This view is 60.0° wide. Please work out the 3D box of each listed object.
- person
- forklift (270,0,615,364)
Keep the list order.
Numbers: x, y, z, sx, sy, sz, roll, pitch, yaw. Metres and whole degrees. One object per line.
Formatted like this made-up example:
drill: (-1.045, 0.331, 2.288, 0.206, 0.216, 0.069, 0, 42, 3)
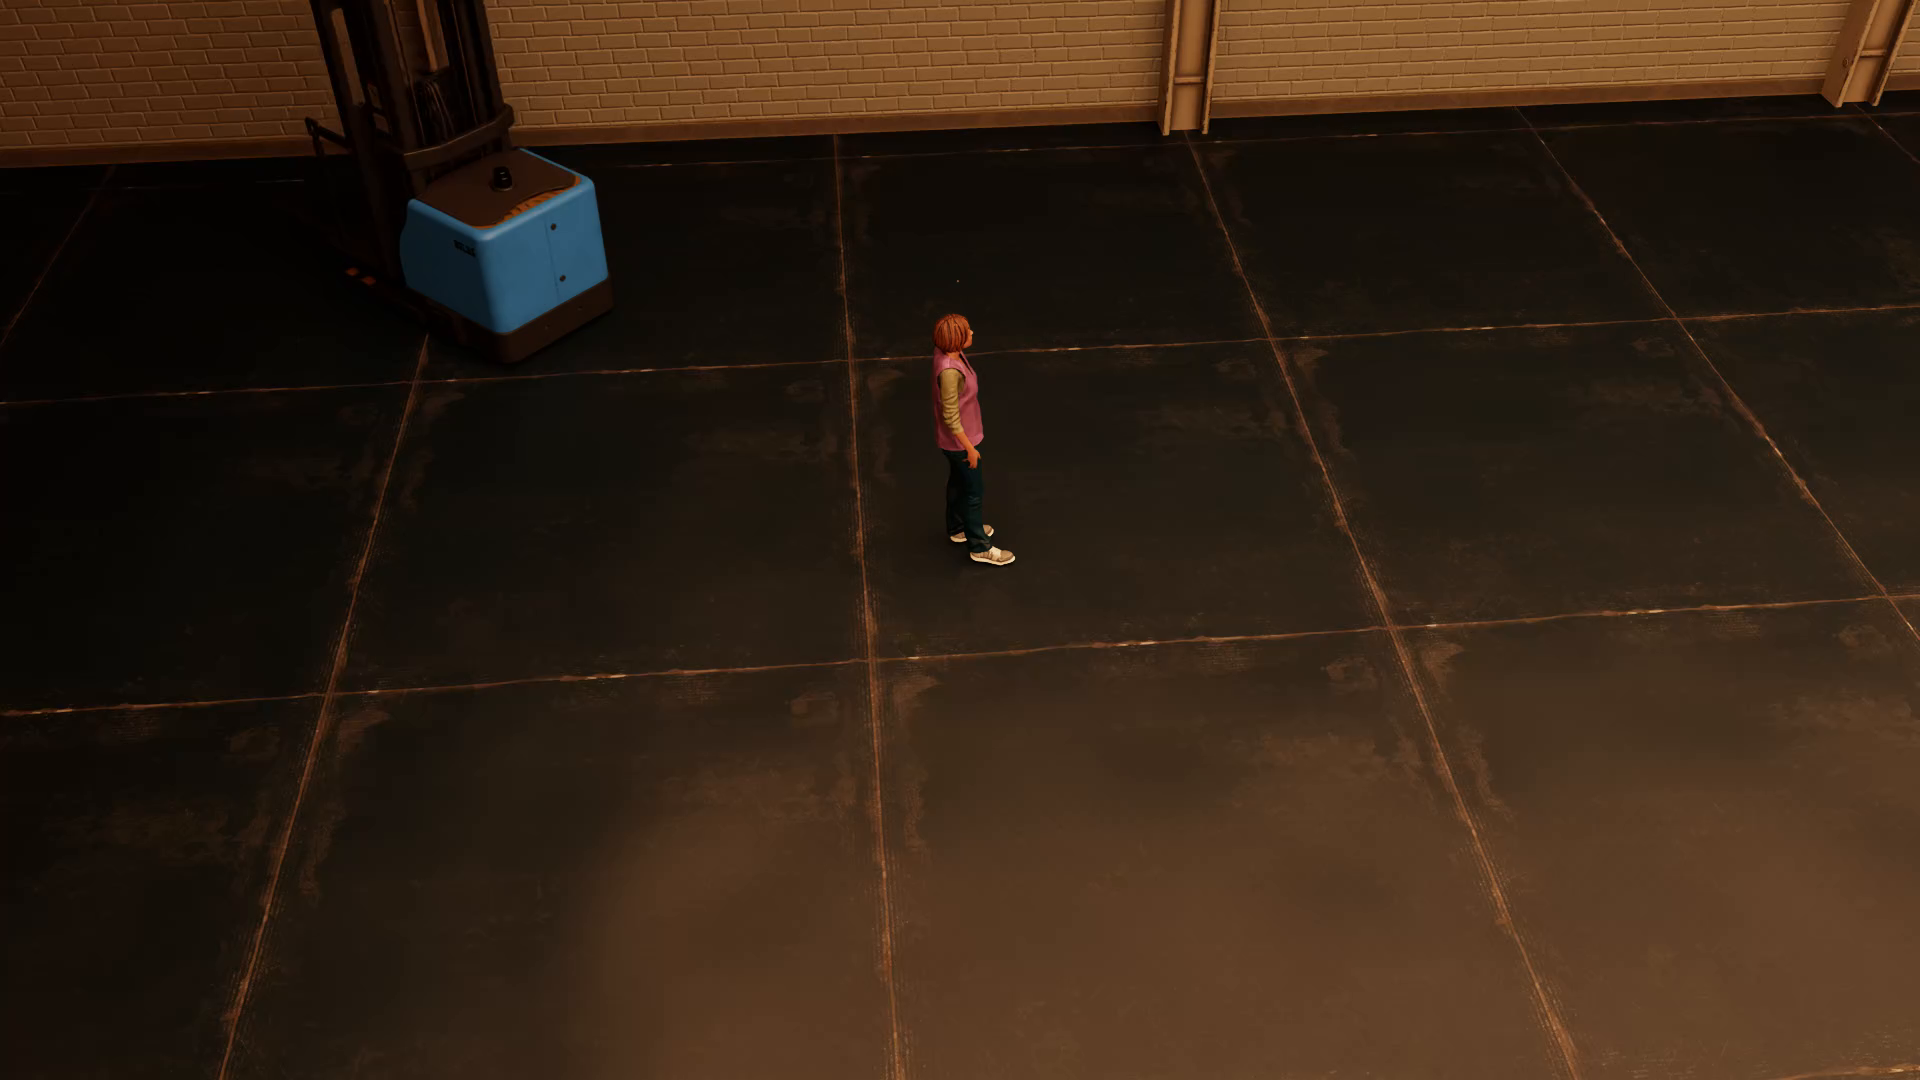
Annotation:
person: (0.074, -0.605, 9.666, 0.476, 1.590, 0.520, -3, 41, -4)
forklift: (-3.973, -3.131, 11.599, 3.031, 2.935, 1.130, 27, 48, 28)
